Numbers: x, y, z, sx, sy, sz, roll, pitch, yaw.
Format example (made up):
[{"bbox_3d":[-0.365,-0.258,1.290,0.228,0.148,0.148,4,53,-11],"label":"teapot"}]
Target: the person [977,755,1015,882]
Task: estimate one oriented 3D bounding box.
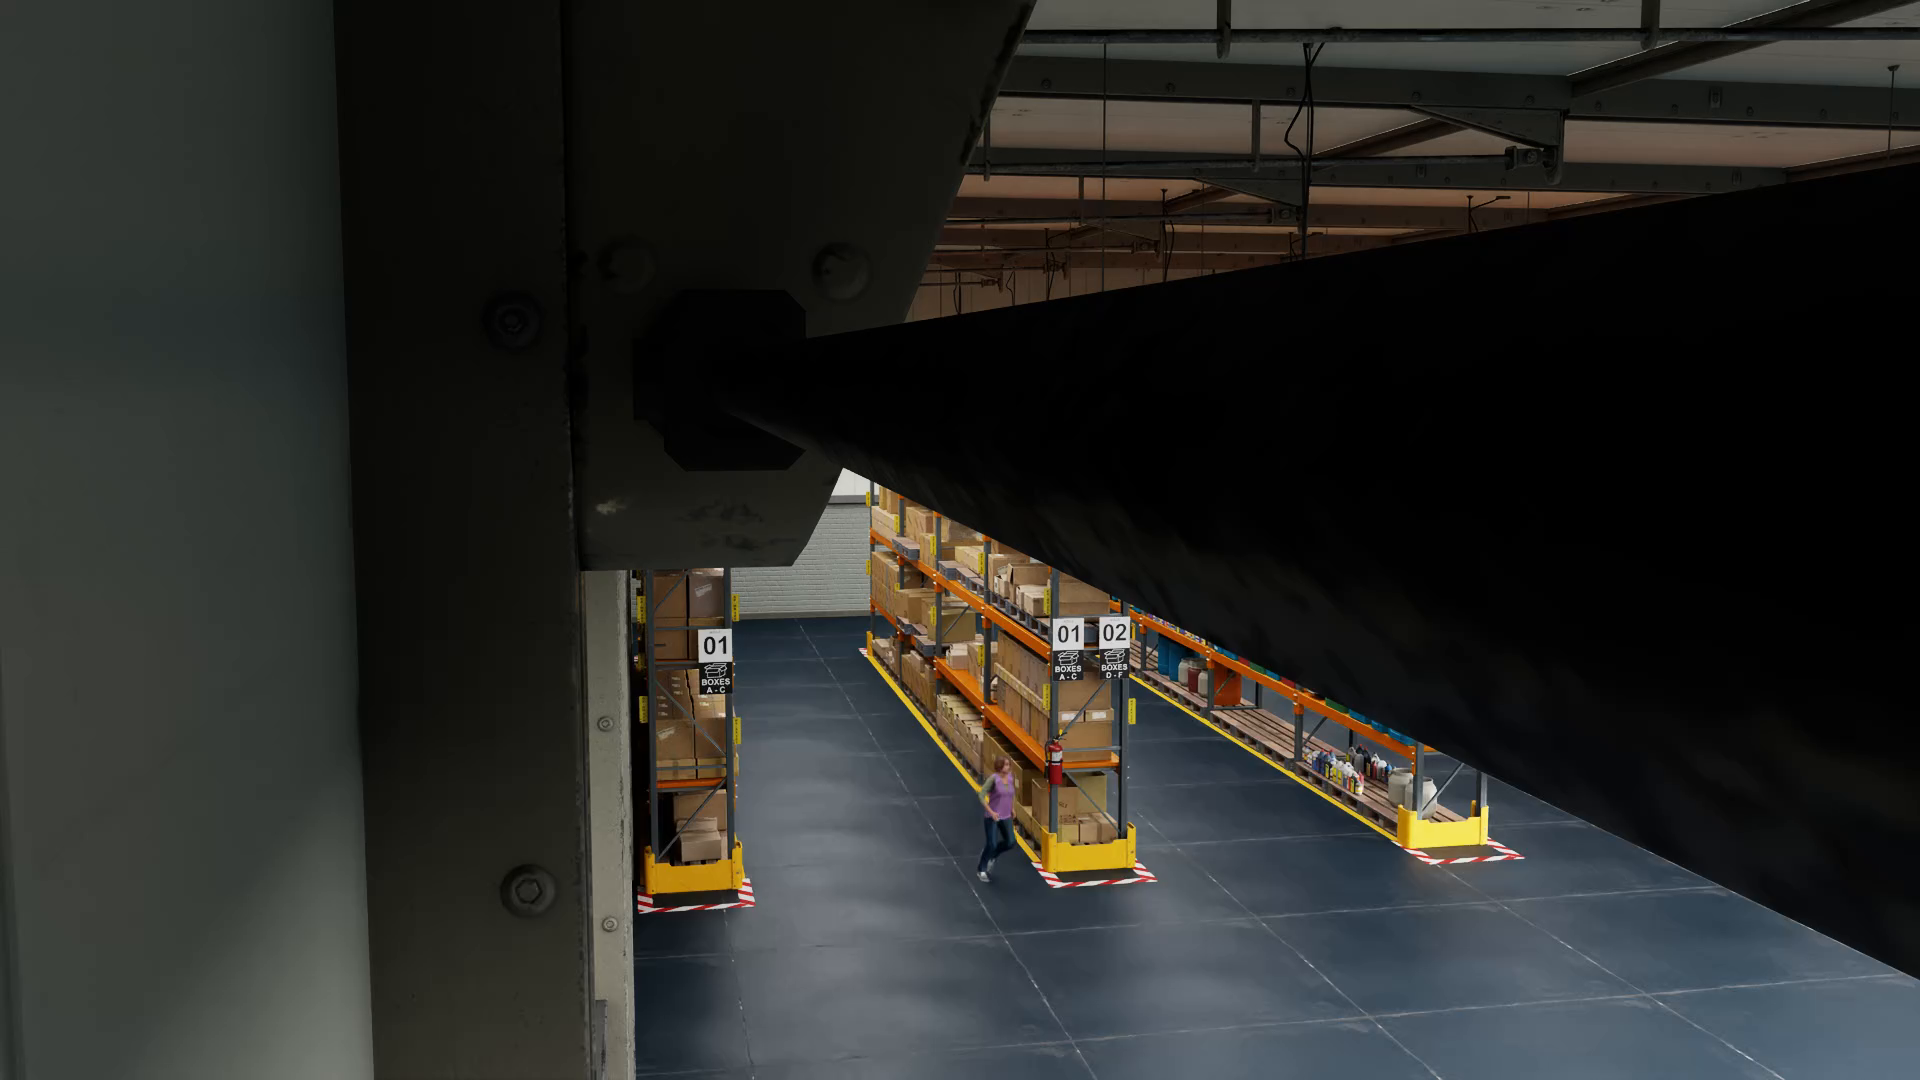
[{"bbox_3d":[0.499,3.434,20.526,0.601,1.546,0.474,-4,7,-33],"label":"person"}]
